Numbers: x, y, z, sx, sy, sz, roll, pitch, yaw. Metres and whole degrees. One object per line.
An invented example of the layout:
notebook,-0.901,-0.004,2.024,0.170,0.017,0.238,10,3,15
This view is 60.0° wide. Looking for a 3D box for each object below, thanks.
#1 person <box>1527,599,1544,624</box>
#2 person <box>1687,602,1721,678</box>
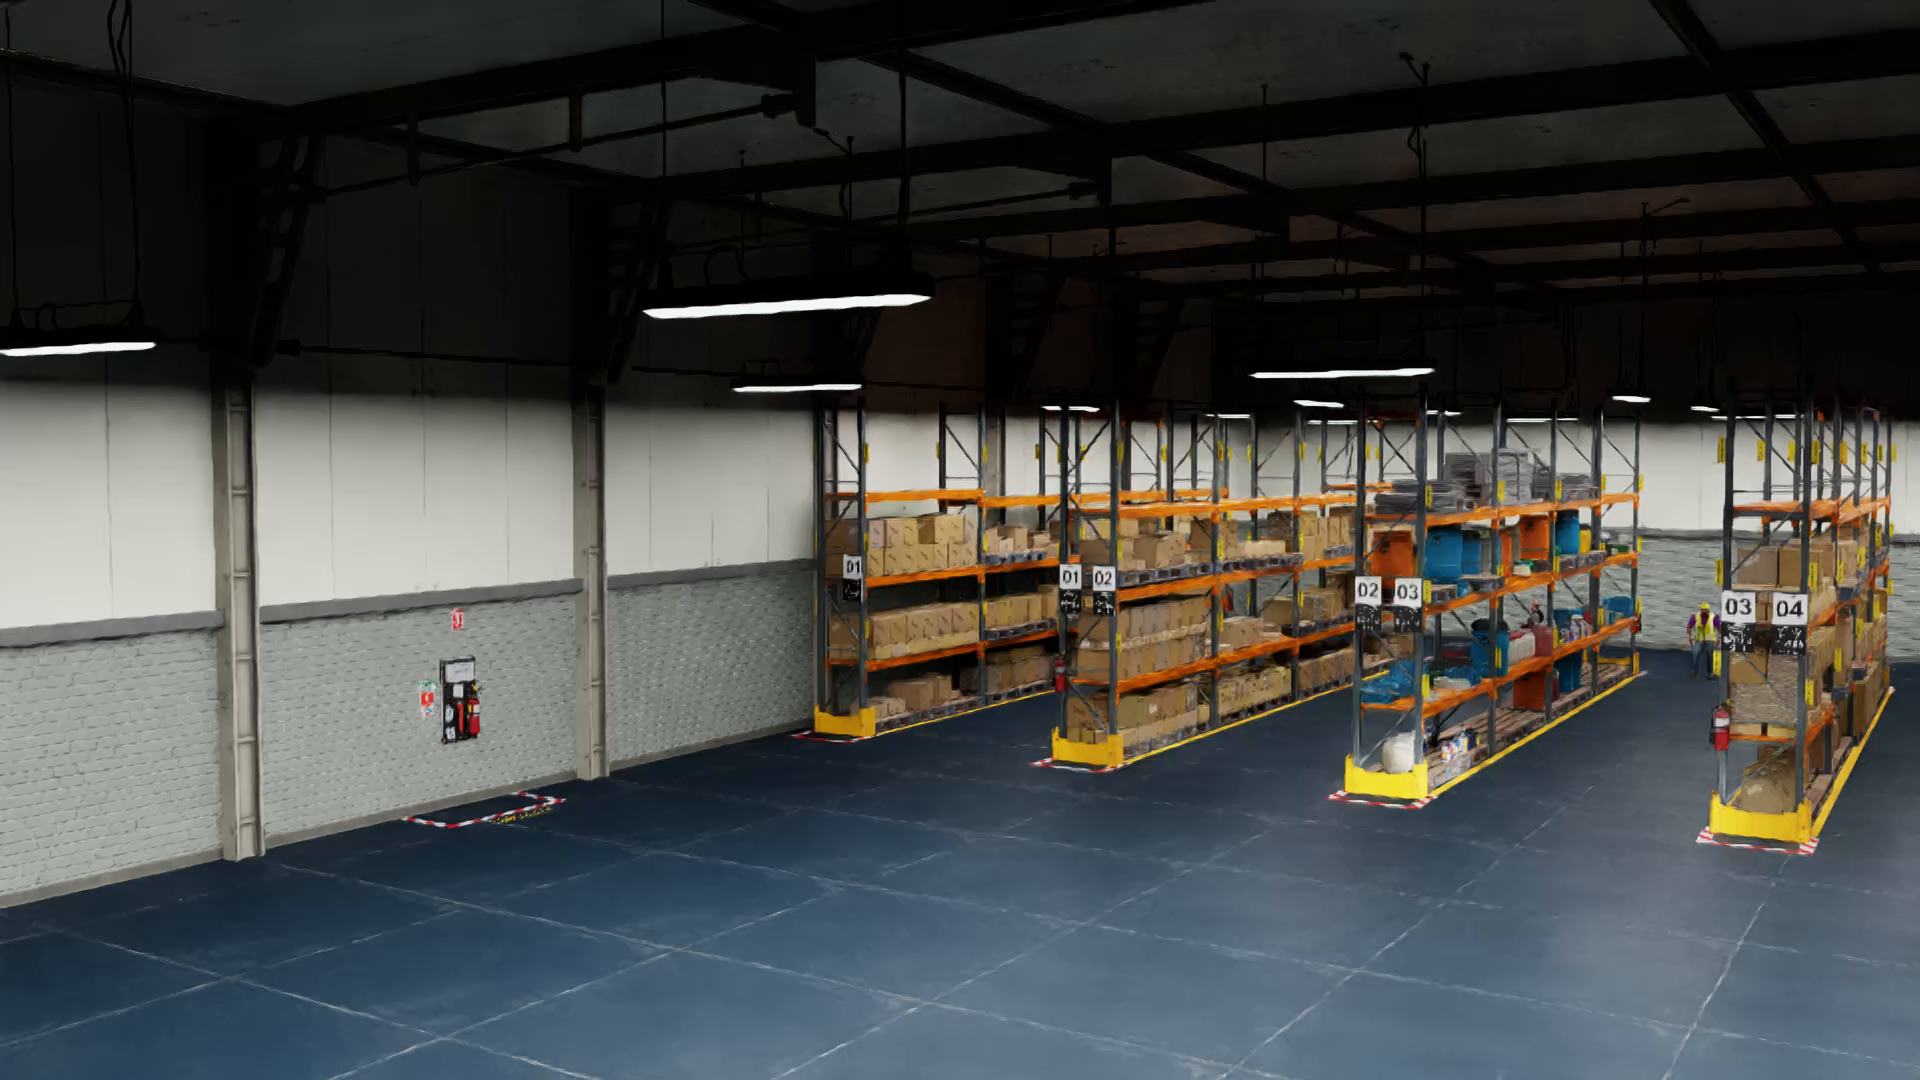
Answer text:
person,12.845,2.183,37.142,0.480,1.719,0.617,2,3,28
person,16.506,2.218,36.881,0.719,1.714,0.578,2,3,30
